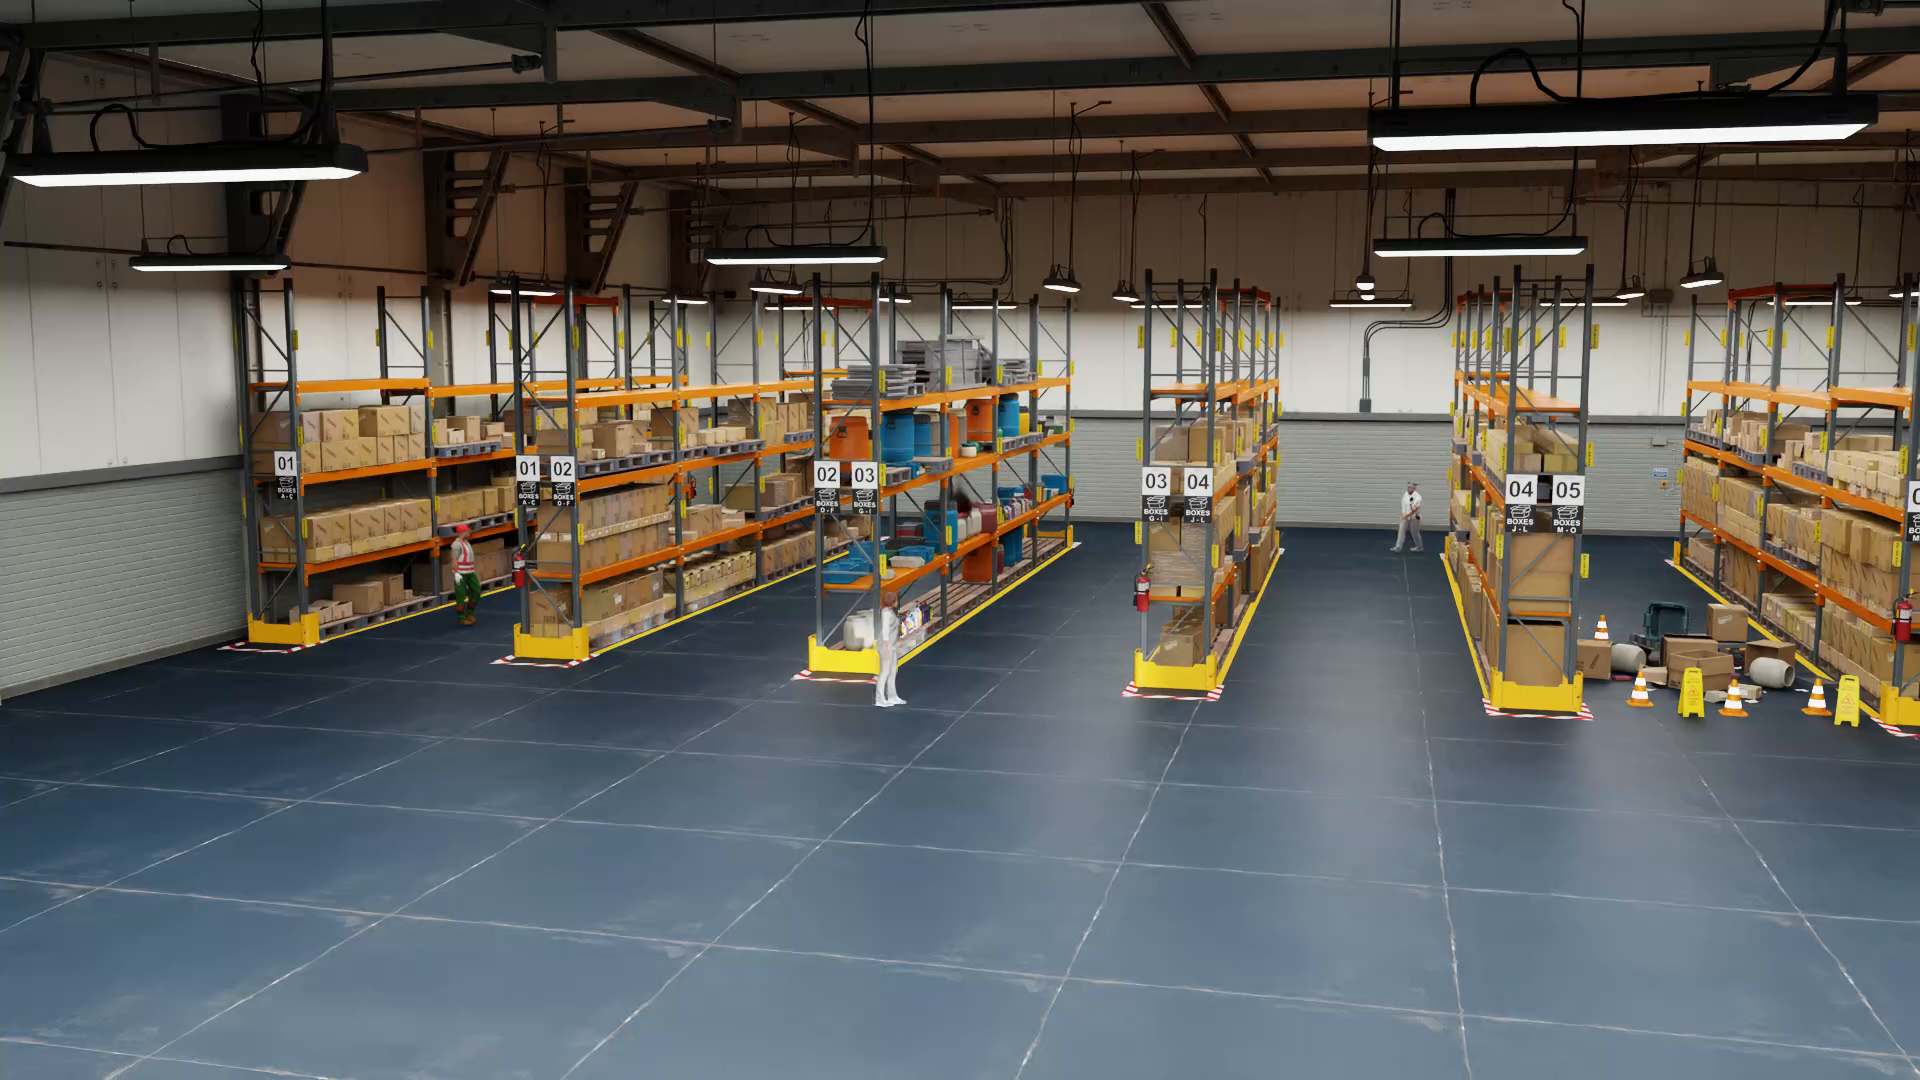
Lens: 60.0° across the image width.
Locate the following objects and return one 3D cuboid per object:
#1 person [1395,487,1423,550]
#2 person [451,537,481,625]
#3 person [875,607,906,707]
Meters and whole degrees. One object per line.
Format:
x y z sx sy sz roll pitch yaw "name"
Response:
10.580 -0.559 39.119 0.828 1.605 0.647 -4 8 -31 "person"
-8.756 0.724 29.411 0.423 1.551 0.599 4 8 27 "person"
-0.960 1.608 22.822 0.415 1.397 0.403 0 7 4 "person"
